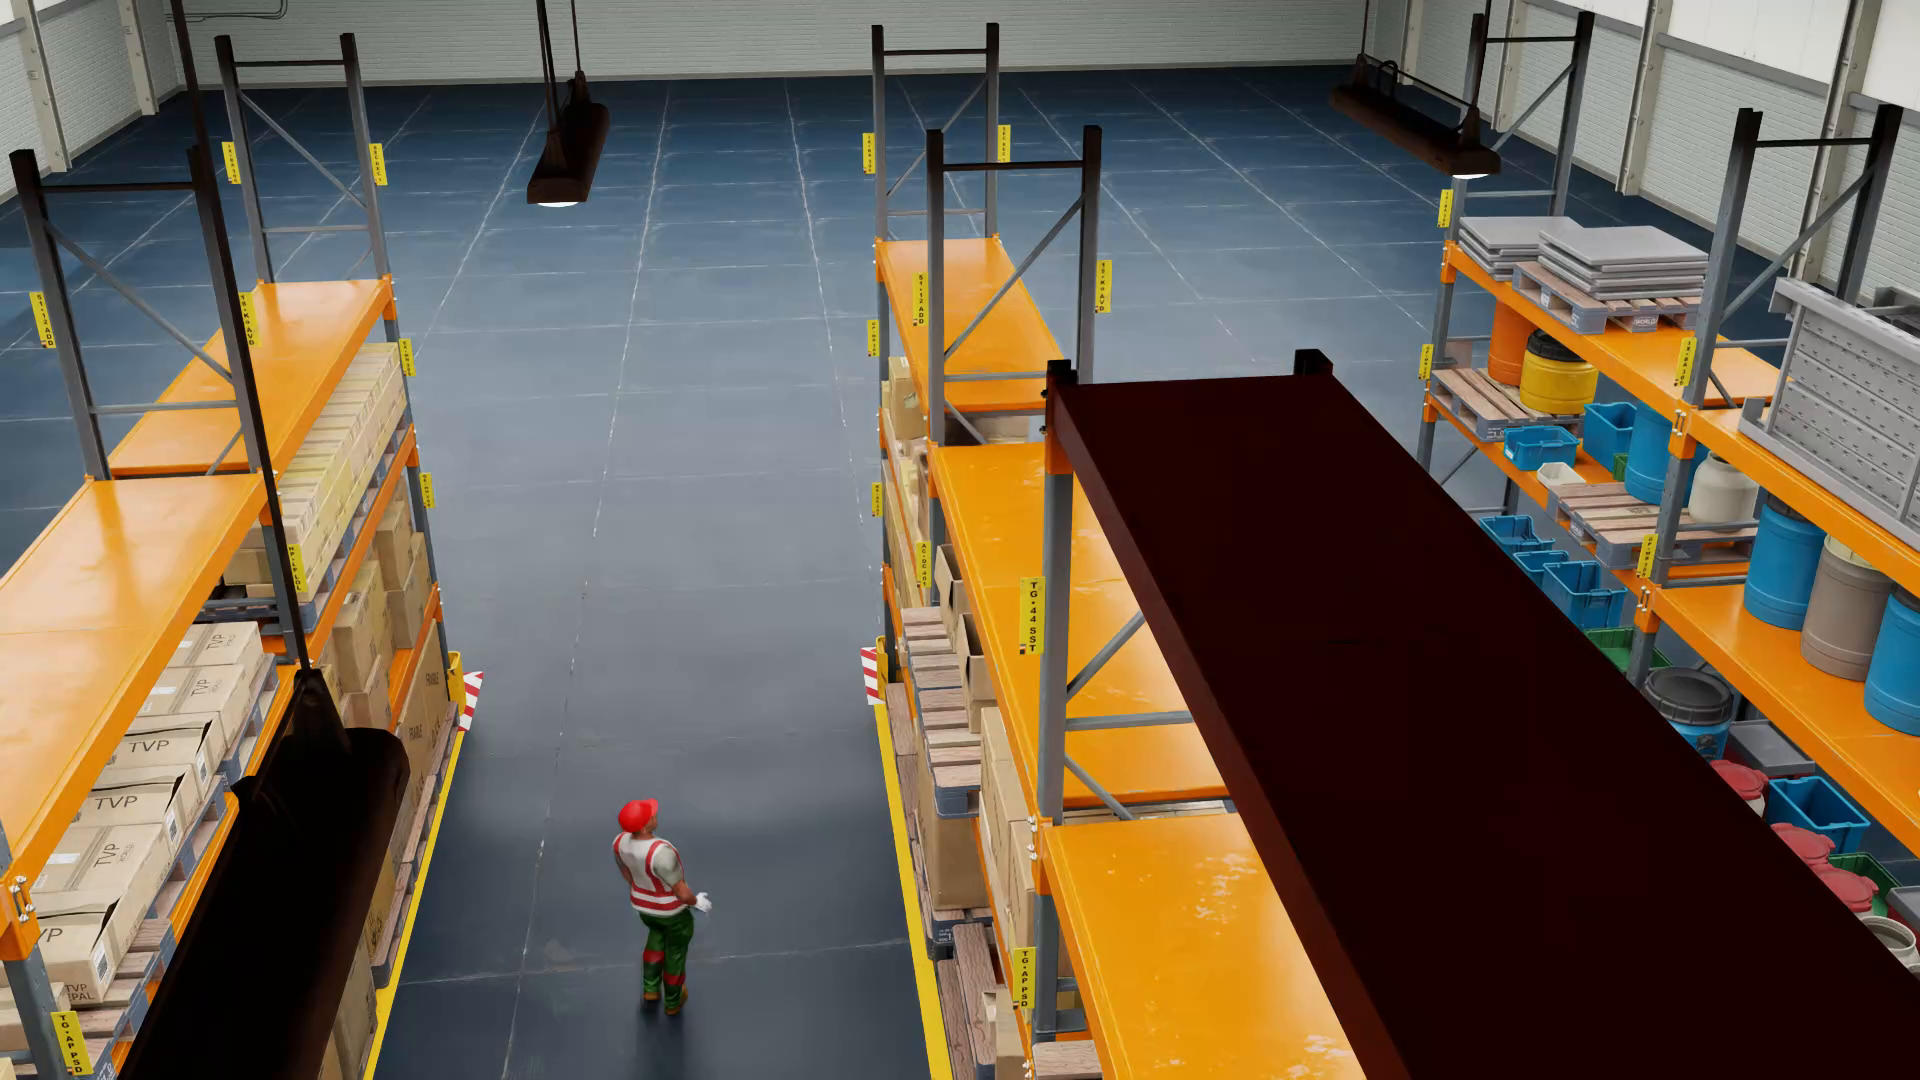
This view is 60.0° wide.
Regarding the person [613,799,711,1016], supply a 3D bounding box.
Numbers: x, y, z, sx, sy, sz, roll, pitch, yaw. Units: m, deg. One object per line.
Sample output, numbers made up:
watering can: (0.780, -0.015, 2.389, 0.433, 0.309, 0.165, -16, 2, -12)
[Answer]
person: (-2.019, 2.470, 11.298, 0.618, 1.774, 0.485, 9, 27, 18)
